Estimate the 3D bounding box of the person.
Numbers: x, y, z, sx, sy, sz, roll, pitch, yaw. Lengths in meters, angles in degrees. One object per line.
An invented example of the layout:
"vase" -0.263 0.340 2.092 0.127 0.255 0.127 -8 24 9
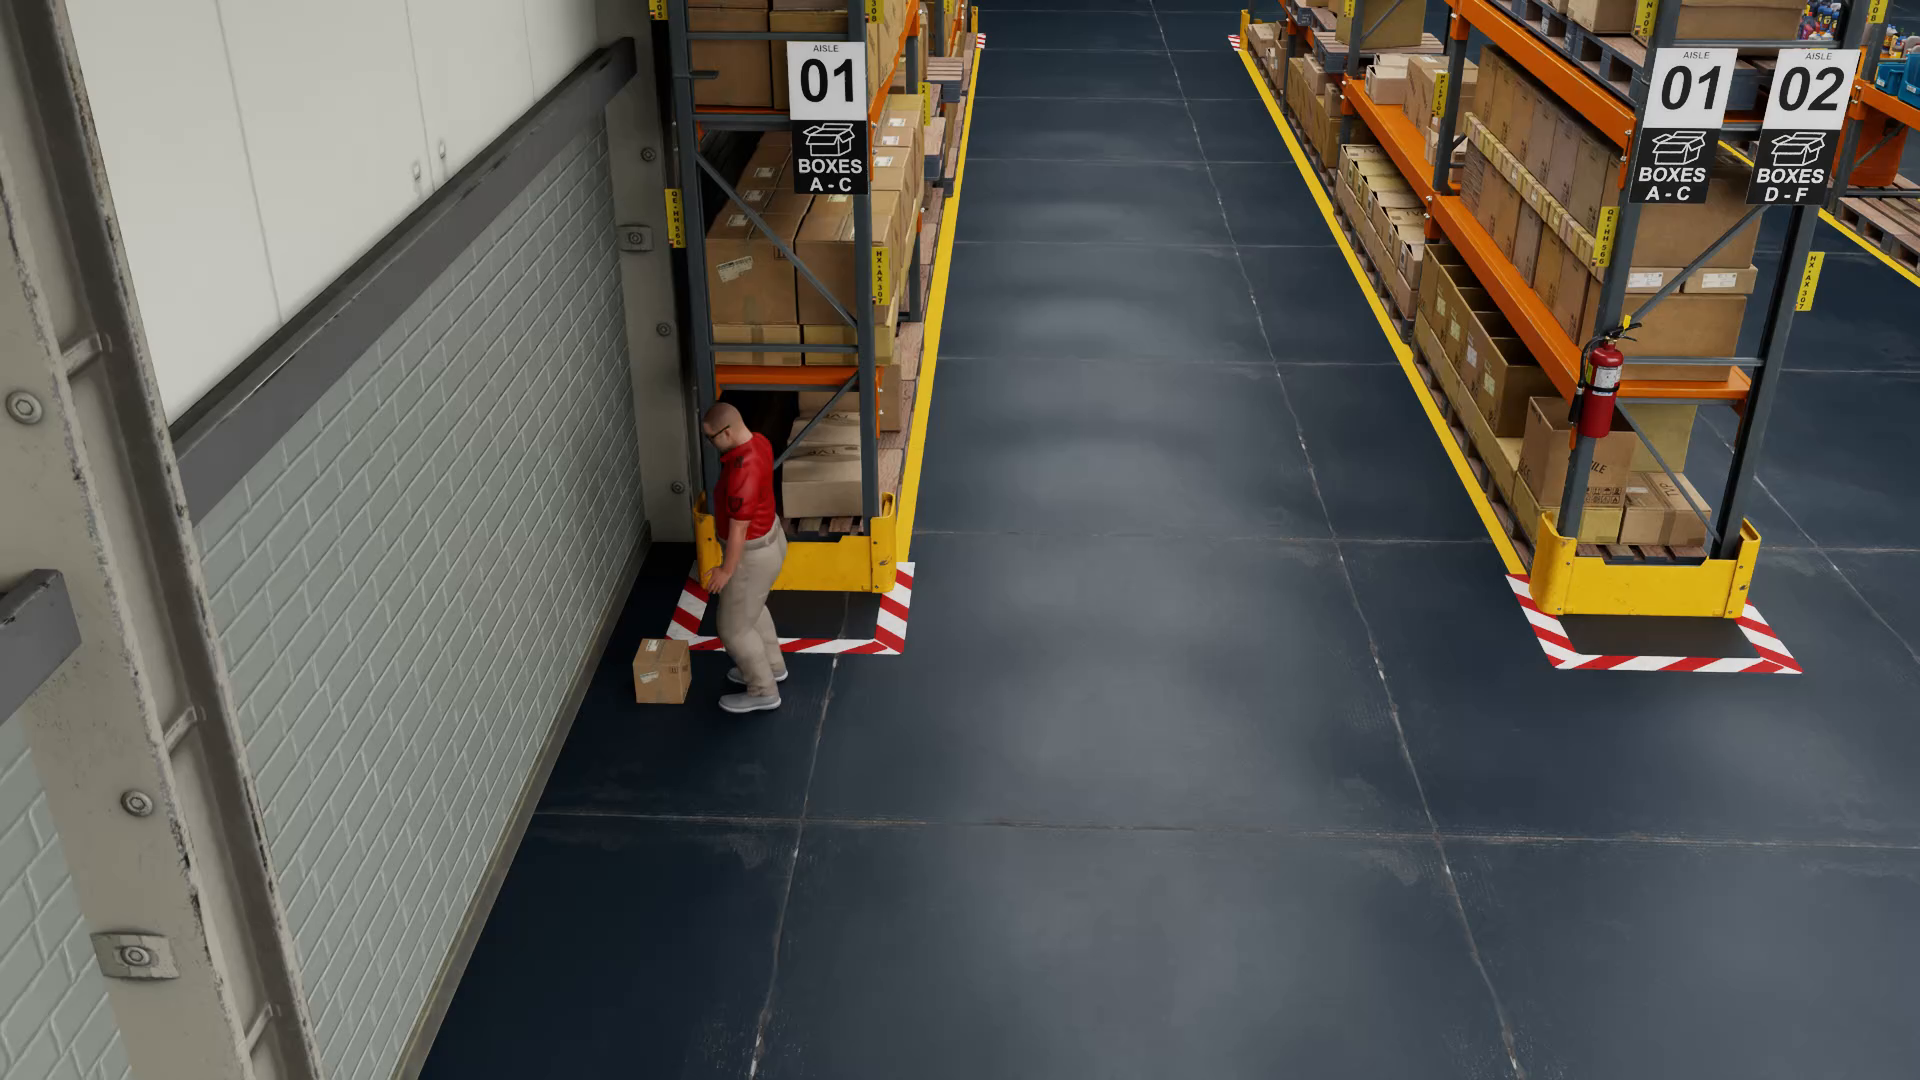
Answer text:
"person" -1.090 0.088 8.518 0.383 1.699 0.547 2 28 3
